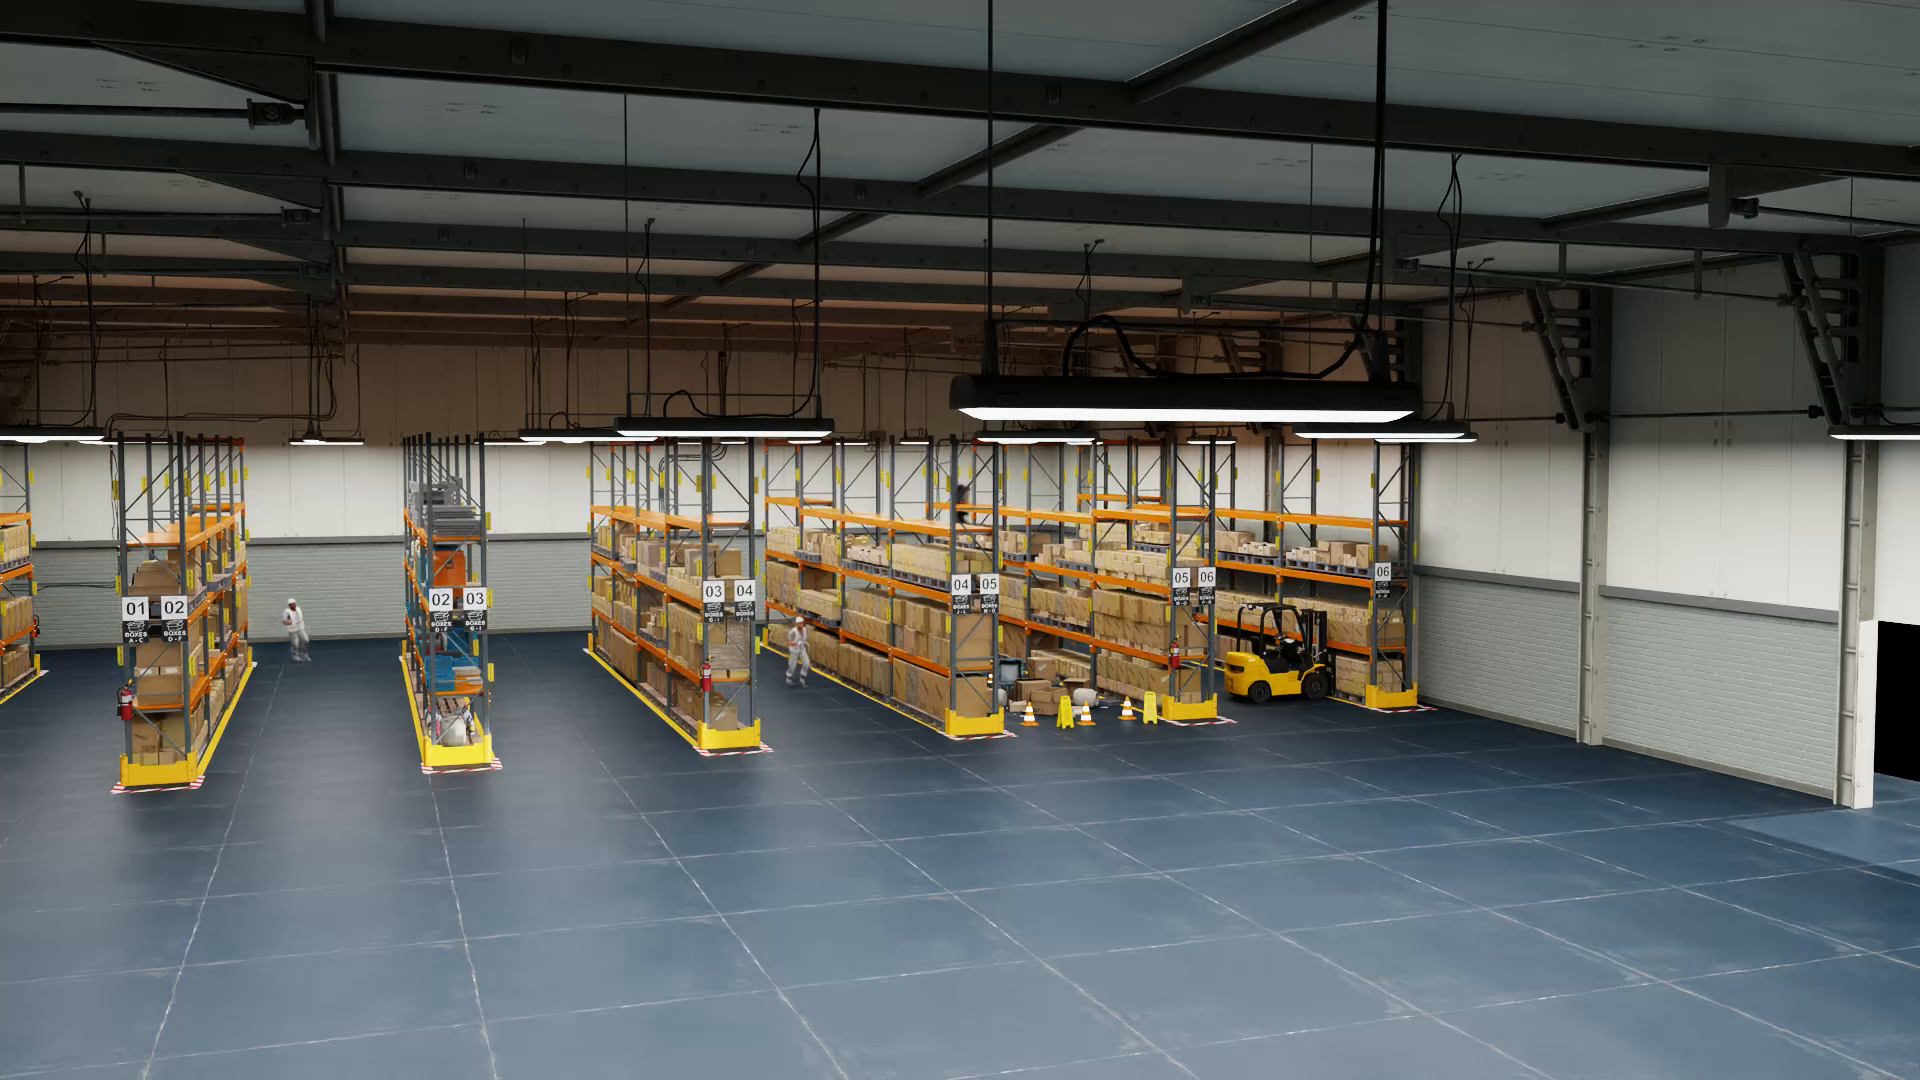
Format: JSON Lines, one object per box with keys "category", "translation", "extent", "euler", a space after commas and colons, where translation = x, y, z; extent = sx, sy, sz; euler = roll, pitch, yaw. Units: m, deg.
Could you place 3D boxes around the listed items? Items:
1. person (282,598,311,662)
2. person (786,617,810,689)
{"category": "person", "translation": [-17.681, 2.404, 44.231], "extent": [0.666, 1.744, 0.759], "euler": [3, 4, 40]}
{"category": "person", "translation": [-3.830, 2.675, 39.500], "extent": [0.686, 1.735, 0.977], "euler": [-2, 4, -31]}
